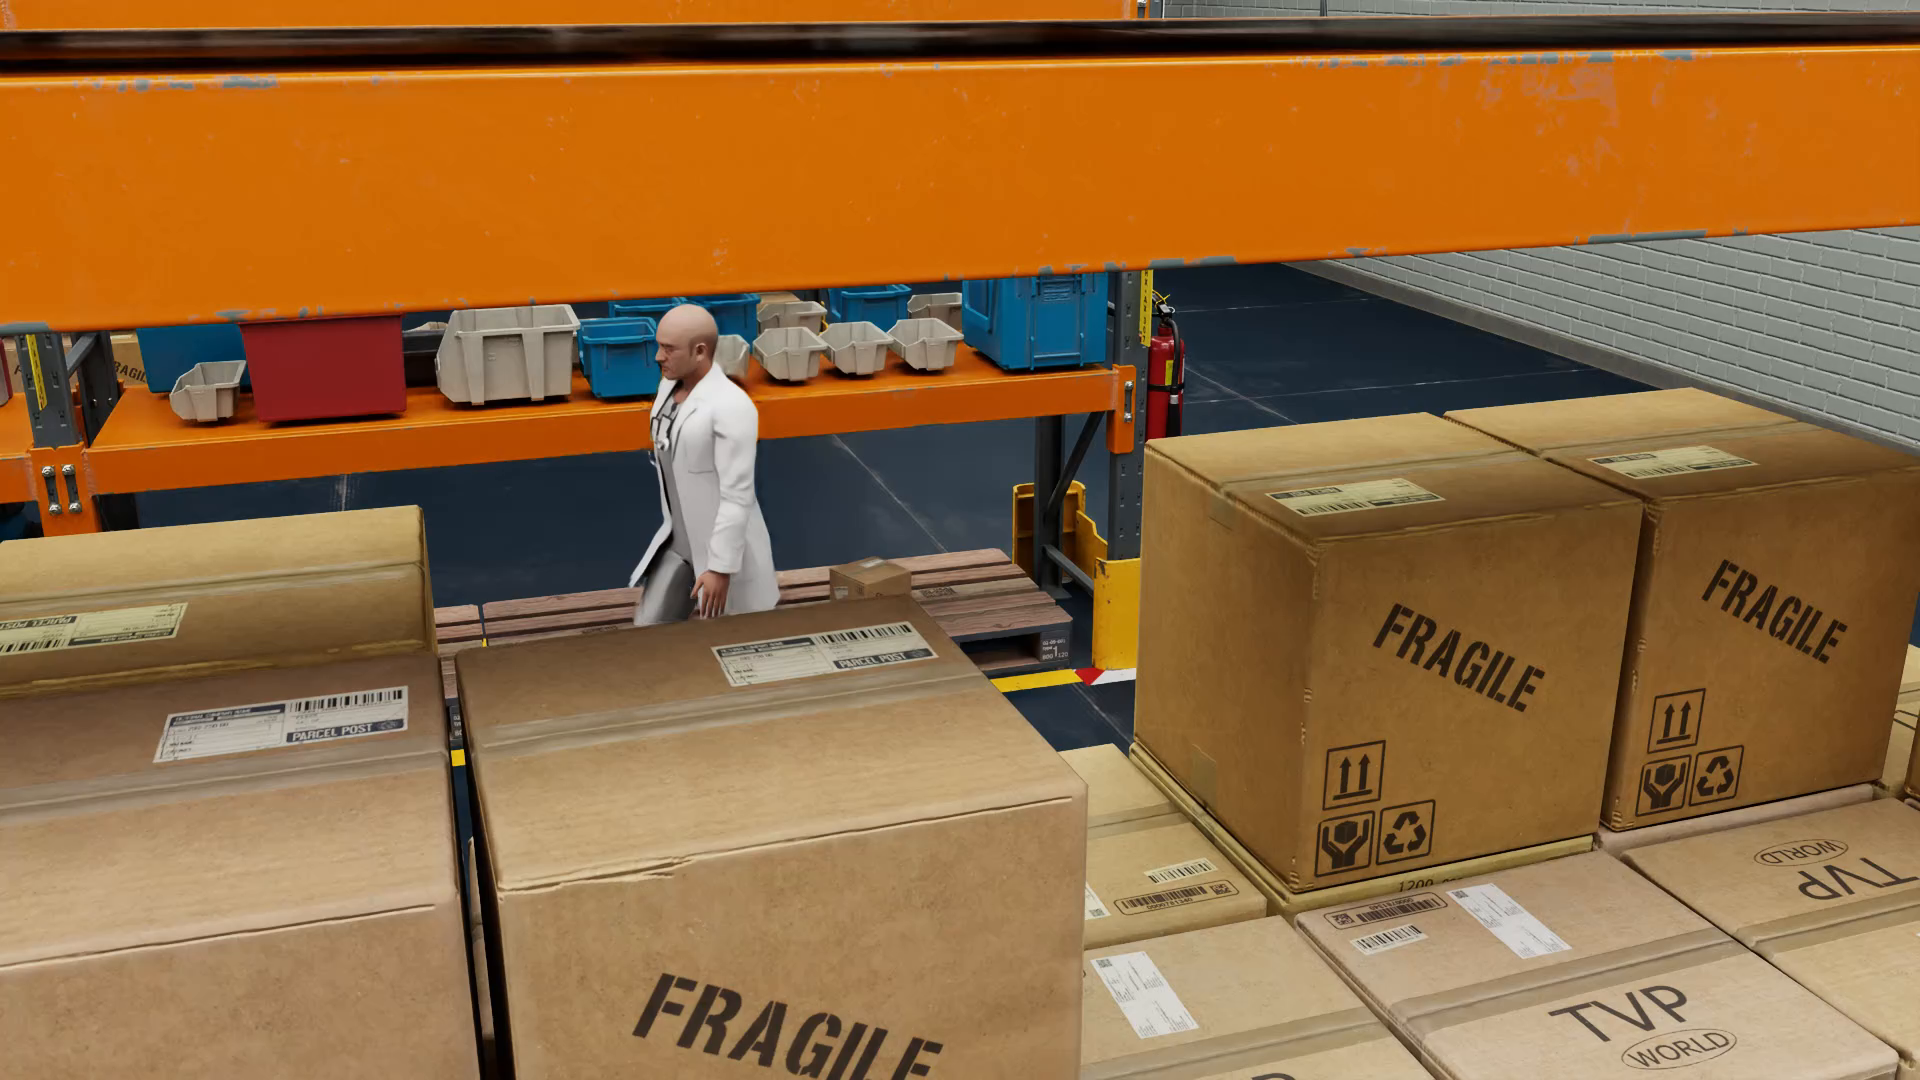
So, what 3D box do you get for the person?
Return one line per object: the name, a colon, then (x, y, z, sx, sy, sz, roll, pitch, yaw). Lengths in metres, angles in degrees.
person: (-0.867, 0.042, 5.936, 0.566, 1.813, 0.605, -17, 25, -40)
